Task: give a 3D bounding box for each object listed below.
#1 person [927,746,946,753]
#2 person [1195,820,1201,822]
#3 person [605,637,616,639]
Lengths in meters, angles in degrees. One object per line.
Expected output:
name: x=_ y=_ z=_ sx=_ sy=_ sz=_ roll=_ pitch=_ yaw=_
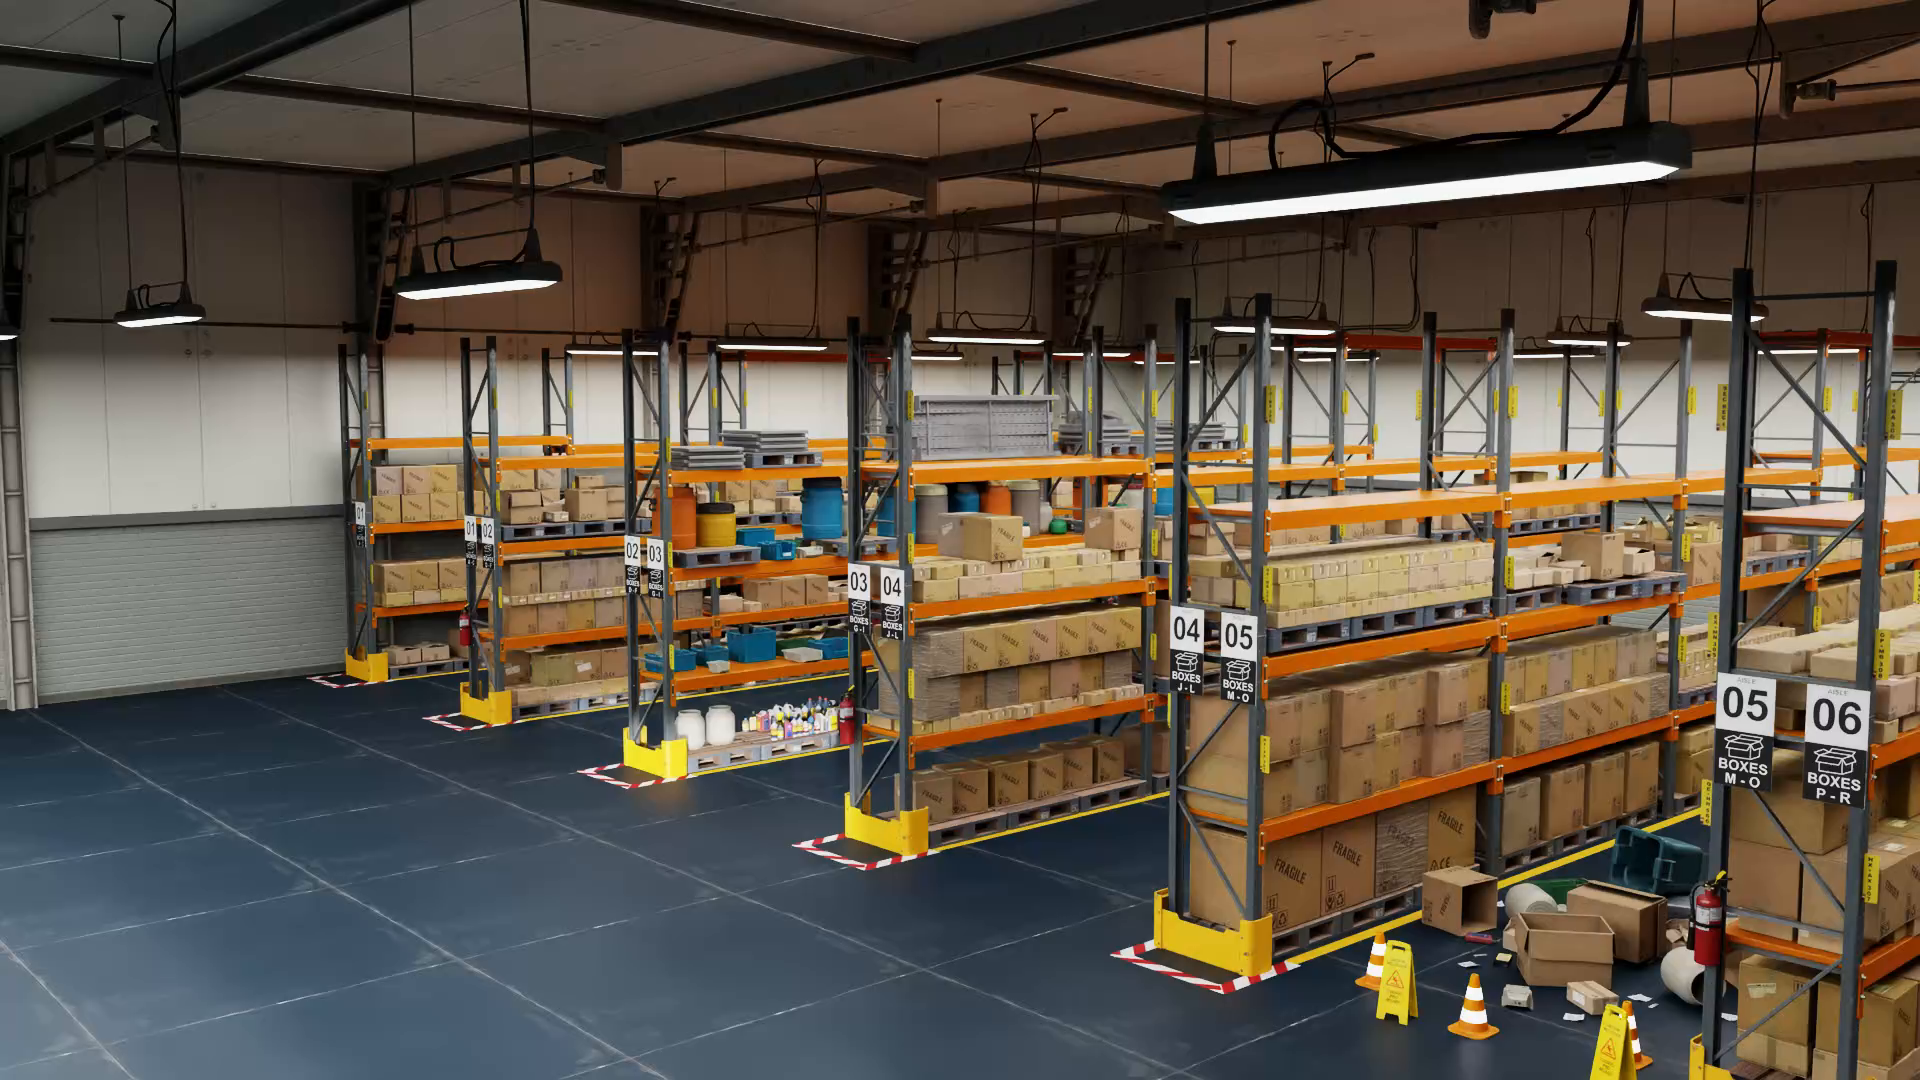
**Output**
person: x=-0.133 y=2.300 z=23.927 sx=0.980 sy=1.454 sz=0.519 roll=-4 pitch=7 yaw=-40
person: x=3.105 y=2.609 z=20.094 sx=0.584 sy=1.499 sz=1.028 roll=5 pitch=7 yaw=43
person: x=-6.208 y=1.701 z=29.484 sx=0.580 sy=1.684 sz=0.947 roll=5 pitch=7 yaw=45
